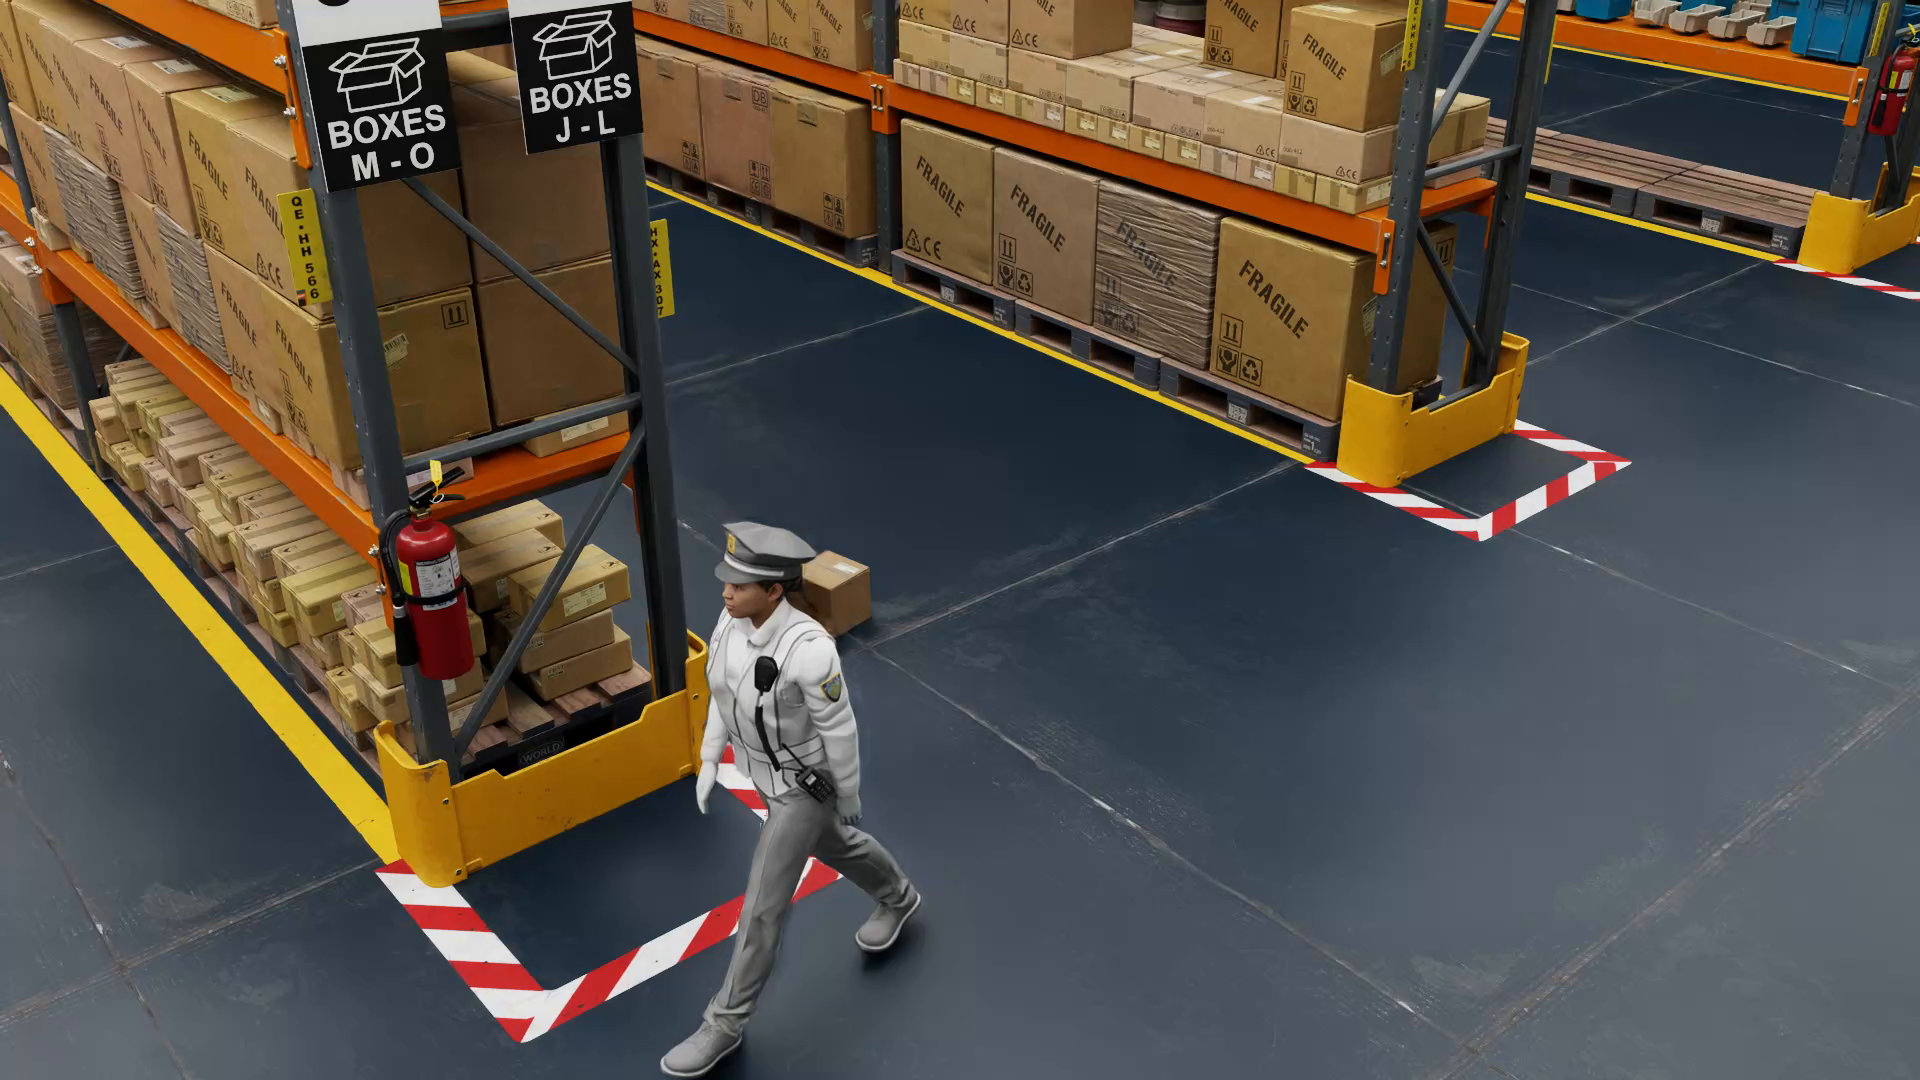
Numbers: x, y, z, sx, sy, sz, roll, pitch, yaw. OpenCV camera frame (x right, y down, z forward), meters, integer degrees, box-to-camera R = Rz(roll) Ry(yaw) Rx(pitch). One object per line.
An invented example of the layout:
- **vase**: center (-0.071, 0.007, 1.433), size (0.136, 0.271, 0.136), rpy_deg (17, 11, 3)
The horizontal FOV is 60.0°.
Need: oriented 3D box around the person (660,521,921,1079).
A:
- **person**: center (-0.555, 0.664, 4.852), size (1.040, 1.616, 0.489), rpy_deg (-20, 34, -32)
